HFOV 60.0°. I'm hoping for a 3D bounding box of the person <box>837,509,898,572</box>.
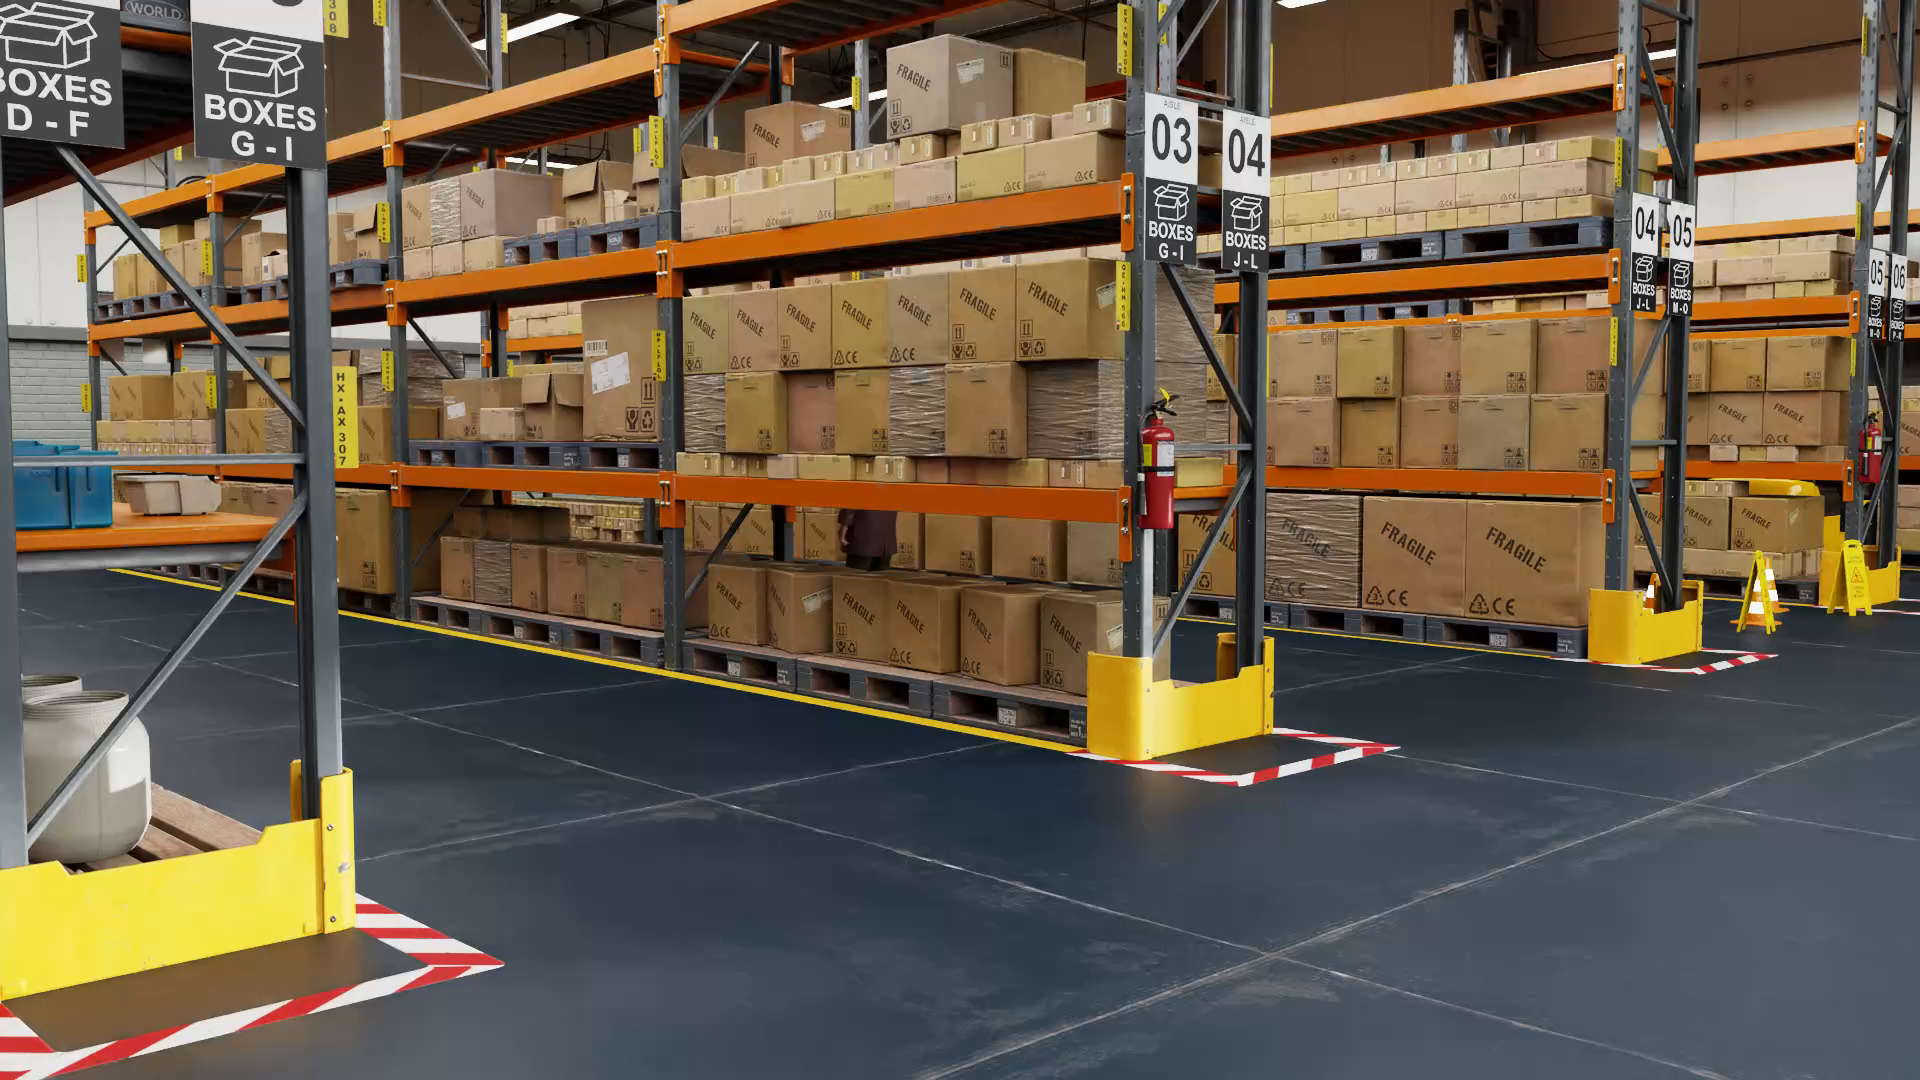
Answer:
[{"bbox_3d":[-0.688,-0.119,12.527,0.419,1.774,0.654,3,5,36],"label":"person"}]
